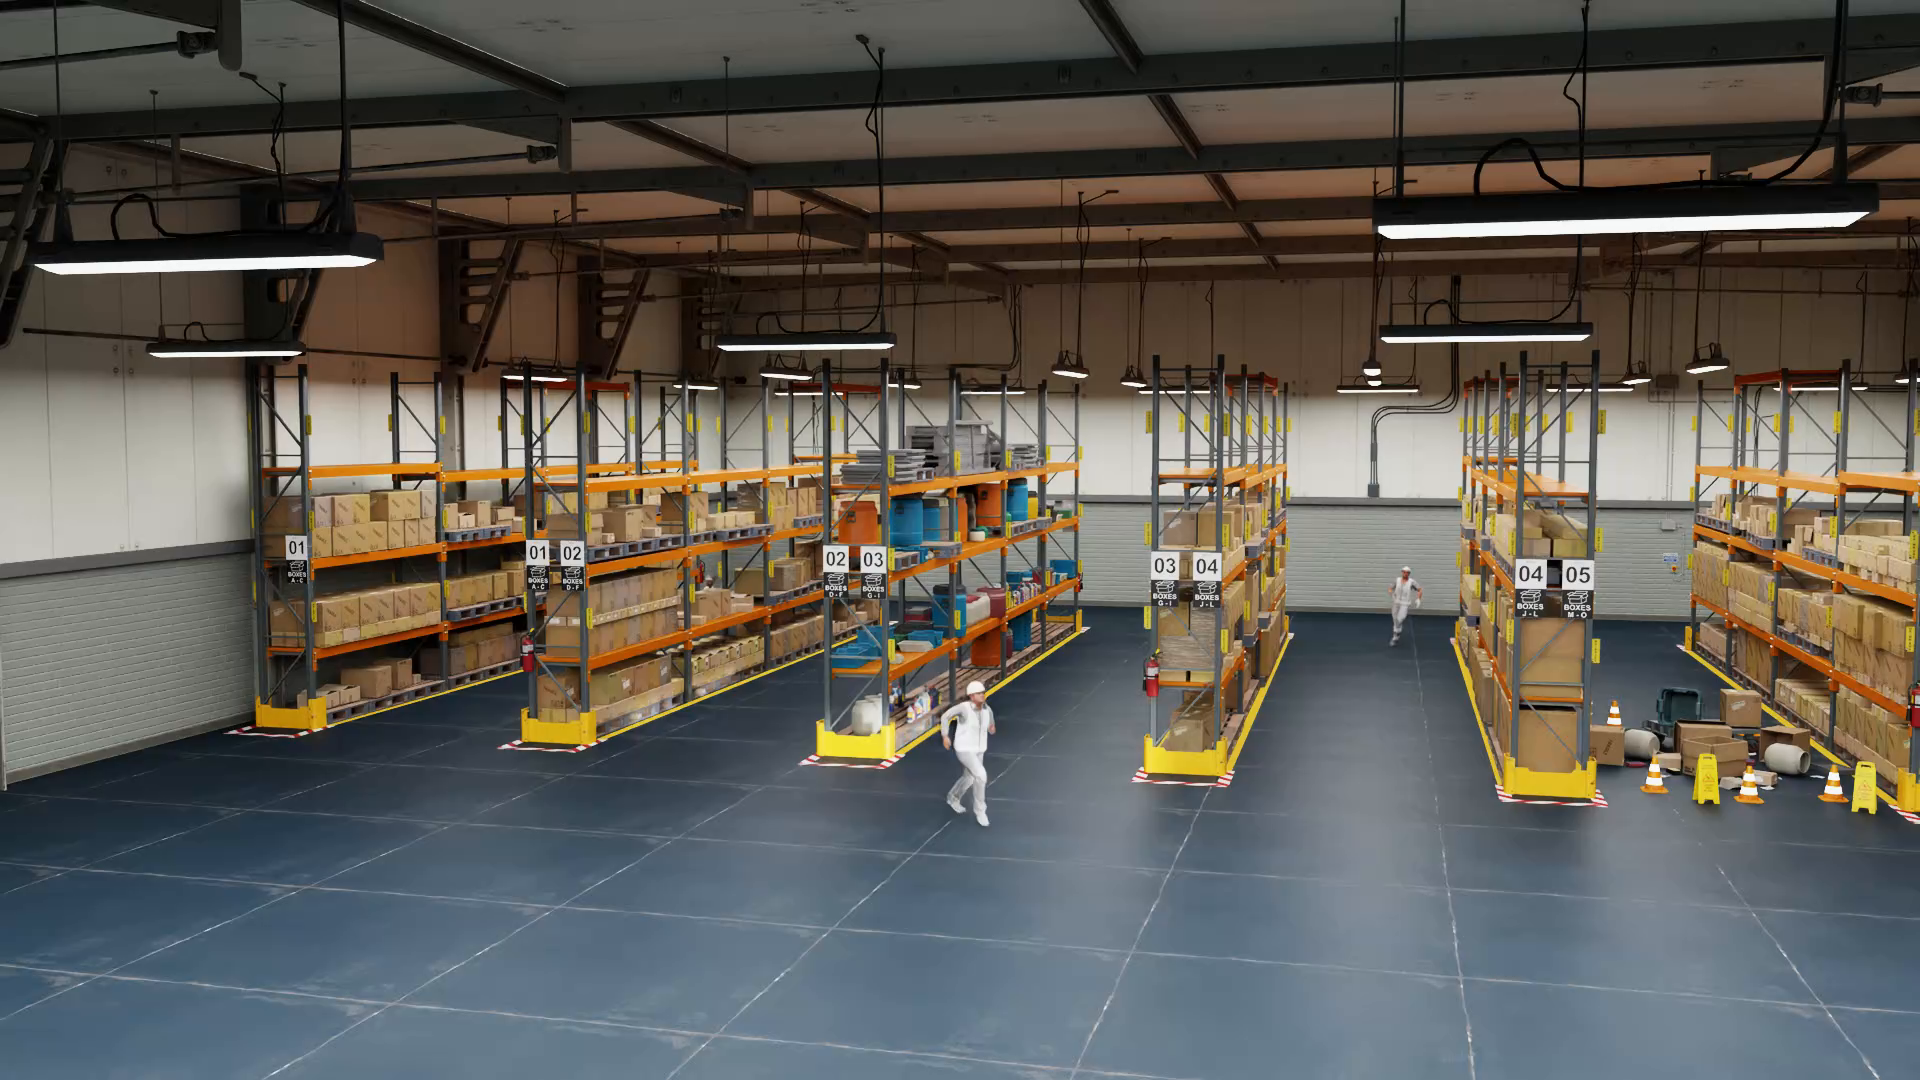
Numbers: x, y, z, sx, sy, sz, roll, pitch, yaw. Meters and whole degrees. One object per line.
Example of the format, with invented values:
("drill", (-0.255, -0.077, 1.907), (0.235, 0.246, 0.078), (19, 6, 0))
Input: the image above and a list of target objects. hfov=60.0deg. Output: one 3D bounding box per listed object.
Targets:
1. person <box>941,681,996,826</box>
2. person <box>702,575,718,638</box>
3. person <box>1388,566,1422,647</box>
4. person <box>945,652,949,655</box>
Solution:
("person", (0.119, 2.676, 21.056), (0.679, 1.815, 0.852), (-3, 5, -40))
("person", (-5.624, 1.613, 37.353), (0.583, 1.662, 0.499), (1, 4, 12))
("person", (10.083, 1.496, 37.840), (0.728, 1.812, 0.807), (3, 5, 34))
("person", (-0.134, 1.663, 36.590), (0.558, 1.721, 0.774), (1, 4, 9))
